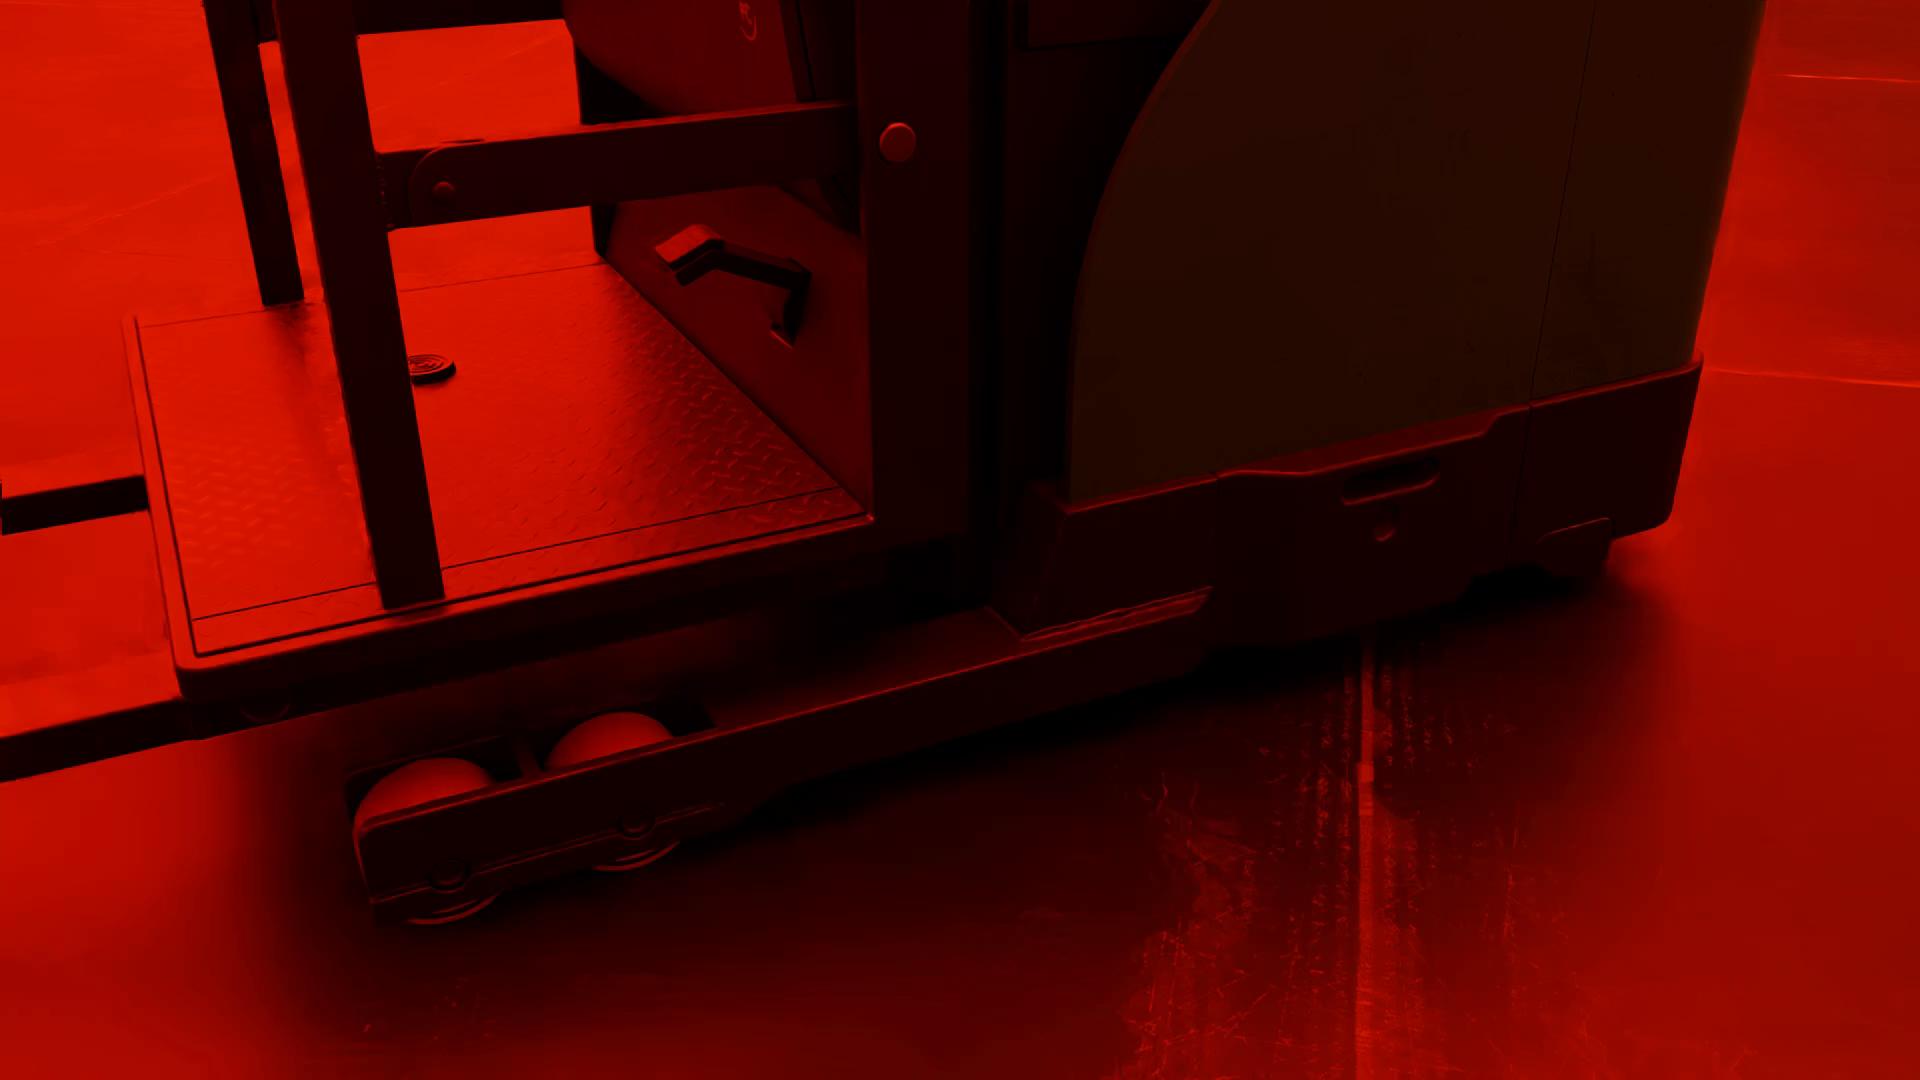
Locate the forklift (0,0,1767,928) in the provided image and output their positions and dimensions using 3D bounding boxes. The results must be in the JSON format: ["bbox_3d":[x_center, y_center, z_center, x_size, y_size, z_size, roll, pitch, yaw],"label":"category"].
[{"bbox_3d":[-0.511,-1.185,1.595,3.031,2.935,1.130,-13,29,-24],"label":"forklift"}]
